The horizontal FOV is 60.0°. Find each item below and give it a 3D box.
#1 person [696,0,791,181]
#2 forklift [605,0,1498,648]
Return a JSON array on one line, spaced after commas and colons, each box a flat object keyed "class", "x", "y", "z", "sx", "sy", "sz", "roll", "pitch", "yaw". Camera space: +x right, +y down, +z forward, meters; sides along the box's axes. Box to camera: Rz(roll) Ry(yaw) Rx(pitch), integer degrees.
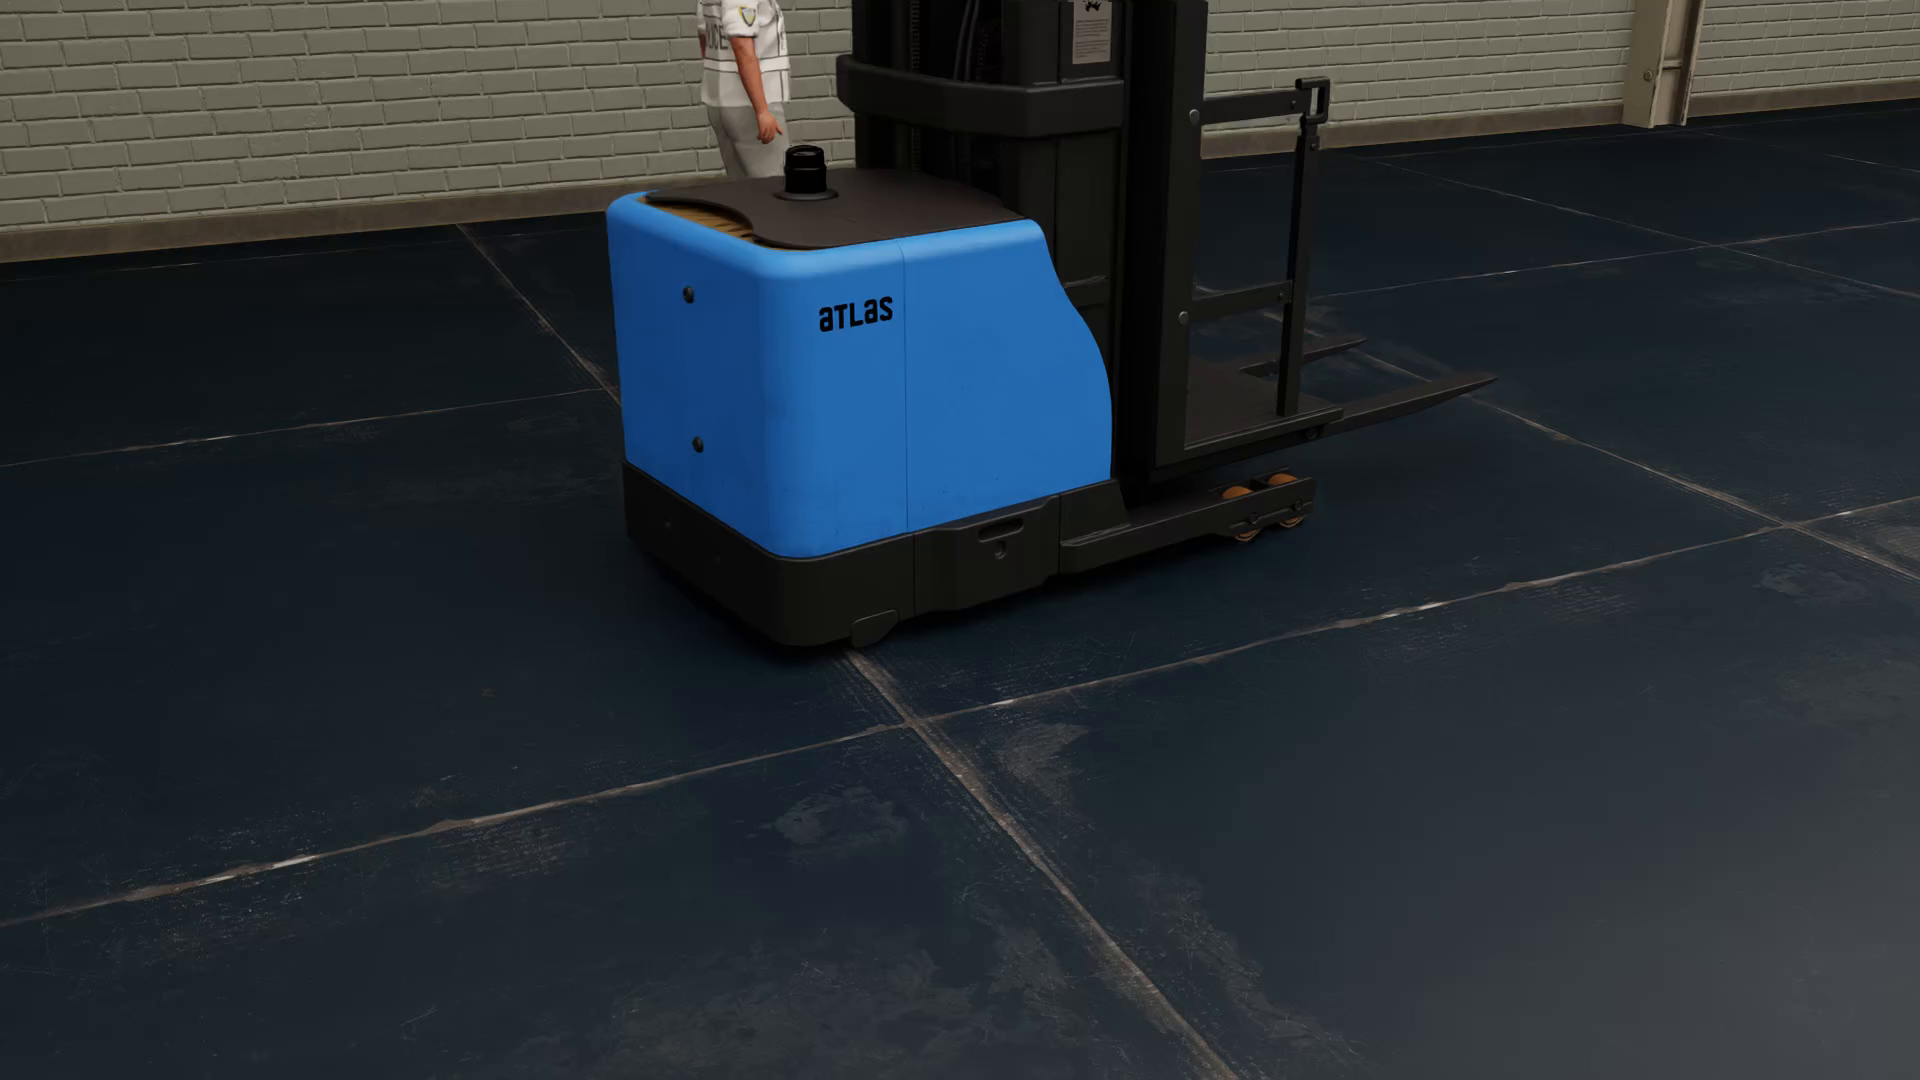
[{"class": "person", "x": -0.939, "y": -1.979, "z": 7.578, "sx": 0.441, "sy": 1.761, "sz": 0.651, "roll": -11, "pitch": 25, "yaw": -25}, {"class": "forklift", "x": 0.497, "y": -1.499, "z": 4.894, "sx": 3.031, "sy": 2.935, "sz": 1.130, "roll": -15, "pitch": 27, "yaw": -32}]
